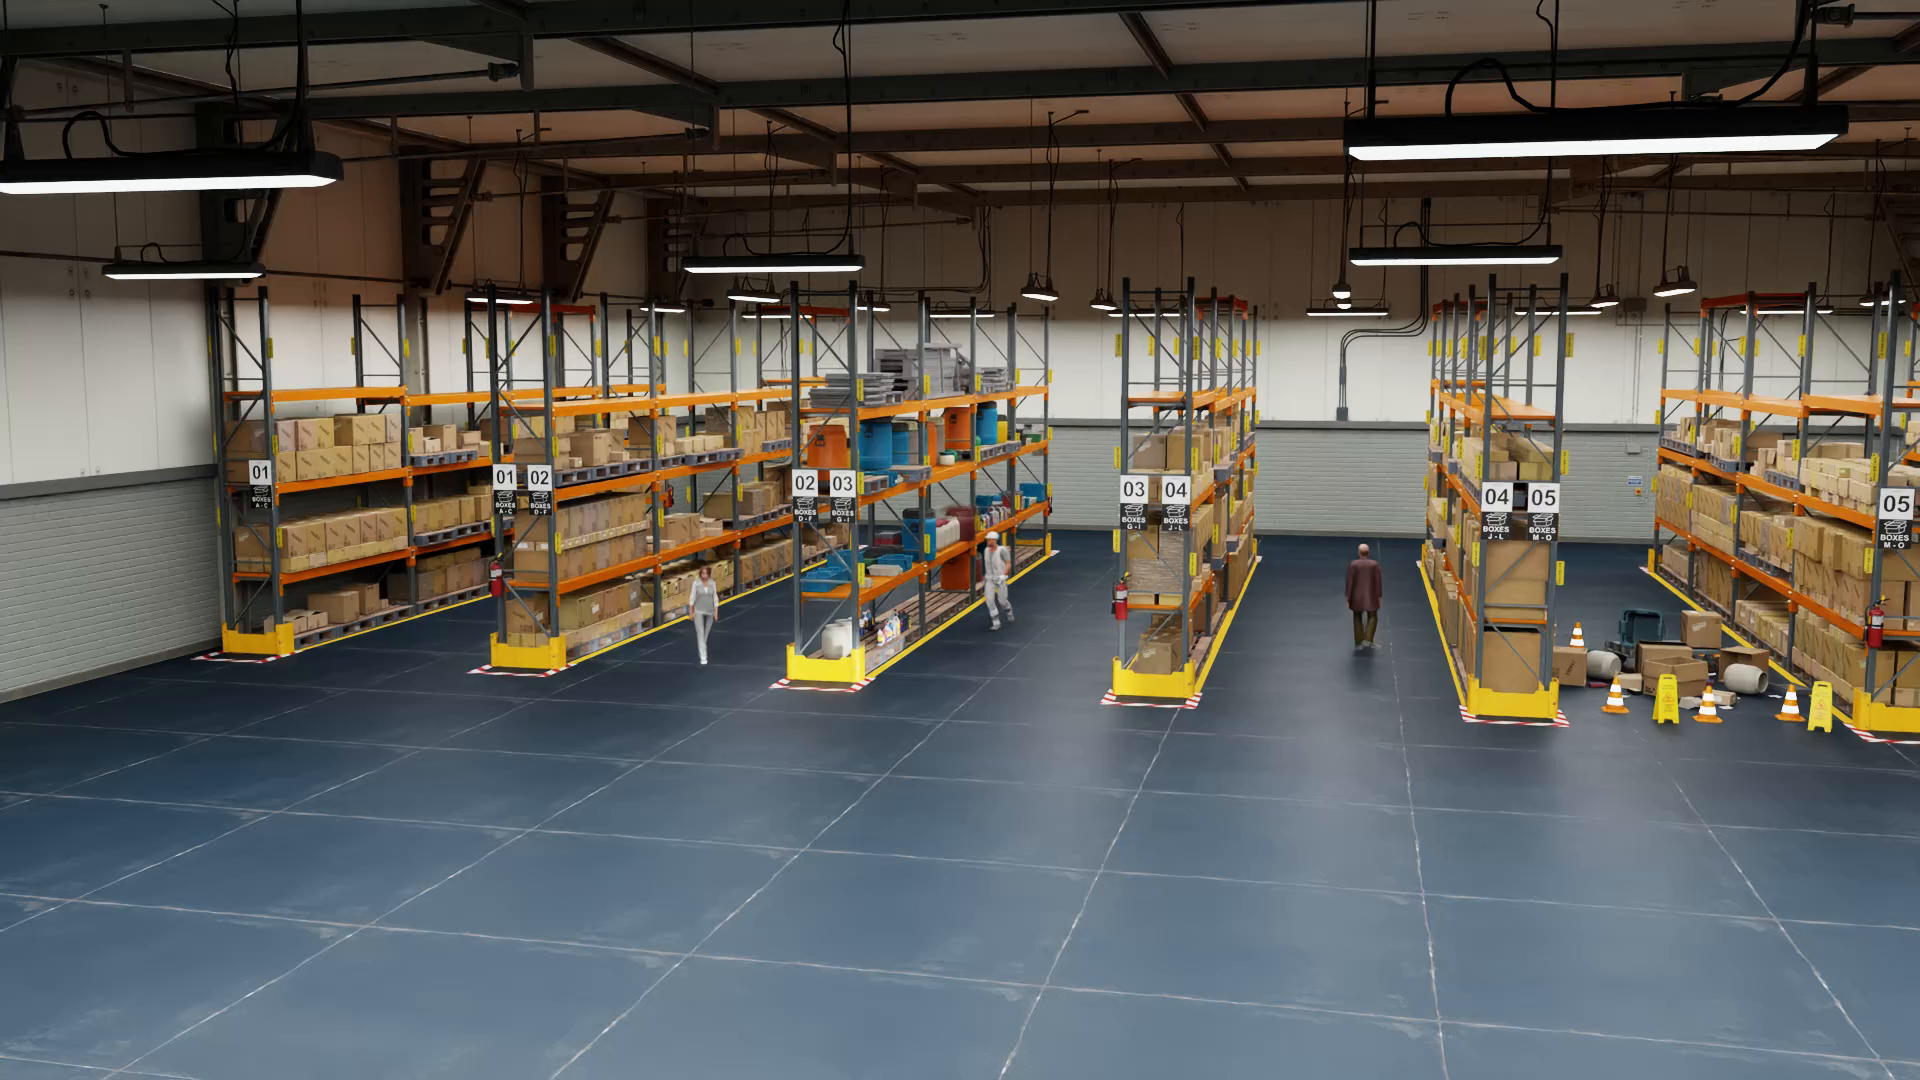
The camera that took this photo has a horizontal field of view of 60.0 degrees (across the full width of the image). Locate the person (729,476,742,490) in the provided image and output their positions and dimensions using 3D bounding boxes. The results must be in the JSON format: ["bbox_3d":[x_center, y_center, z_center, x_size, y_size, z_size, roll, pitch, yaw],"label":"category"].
[{"bbox_3d":[-6.019,-1.003,45.518,0.552,1.574,0.696,3,7,21],"label":"person"}]

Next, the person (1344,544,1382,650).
[{"bbox_3d":[6.714,1.004,27.689,0.612,1.667,0.610,2,7,13],"label":"person"}]

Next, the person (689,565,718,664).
[{"bbox_3d":[-4.076,1.170,26.525,0.444,1.542,0.950,-4,8,-29],"label":"person"}]

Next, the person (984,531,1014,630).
[{"bbox_3d":[0.675,0.712,29.840,0.586,1.756,0.679,3,7,27],"label":"person"}]
